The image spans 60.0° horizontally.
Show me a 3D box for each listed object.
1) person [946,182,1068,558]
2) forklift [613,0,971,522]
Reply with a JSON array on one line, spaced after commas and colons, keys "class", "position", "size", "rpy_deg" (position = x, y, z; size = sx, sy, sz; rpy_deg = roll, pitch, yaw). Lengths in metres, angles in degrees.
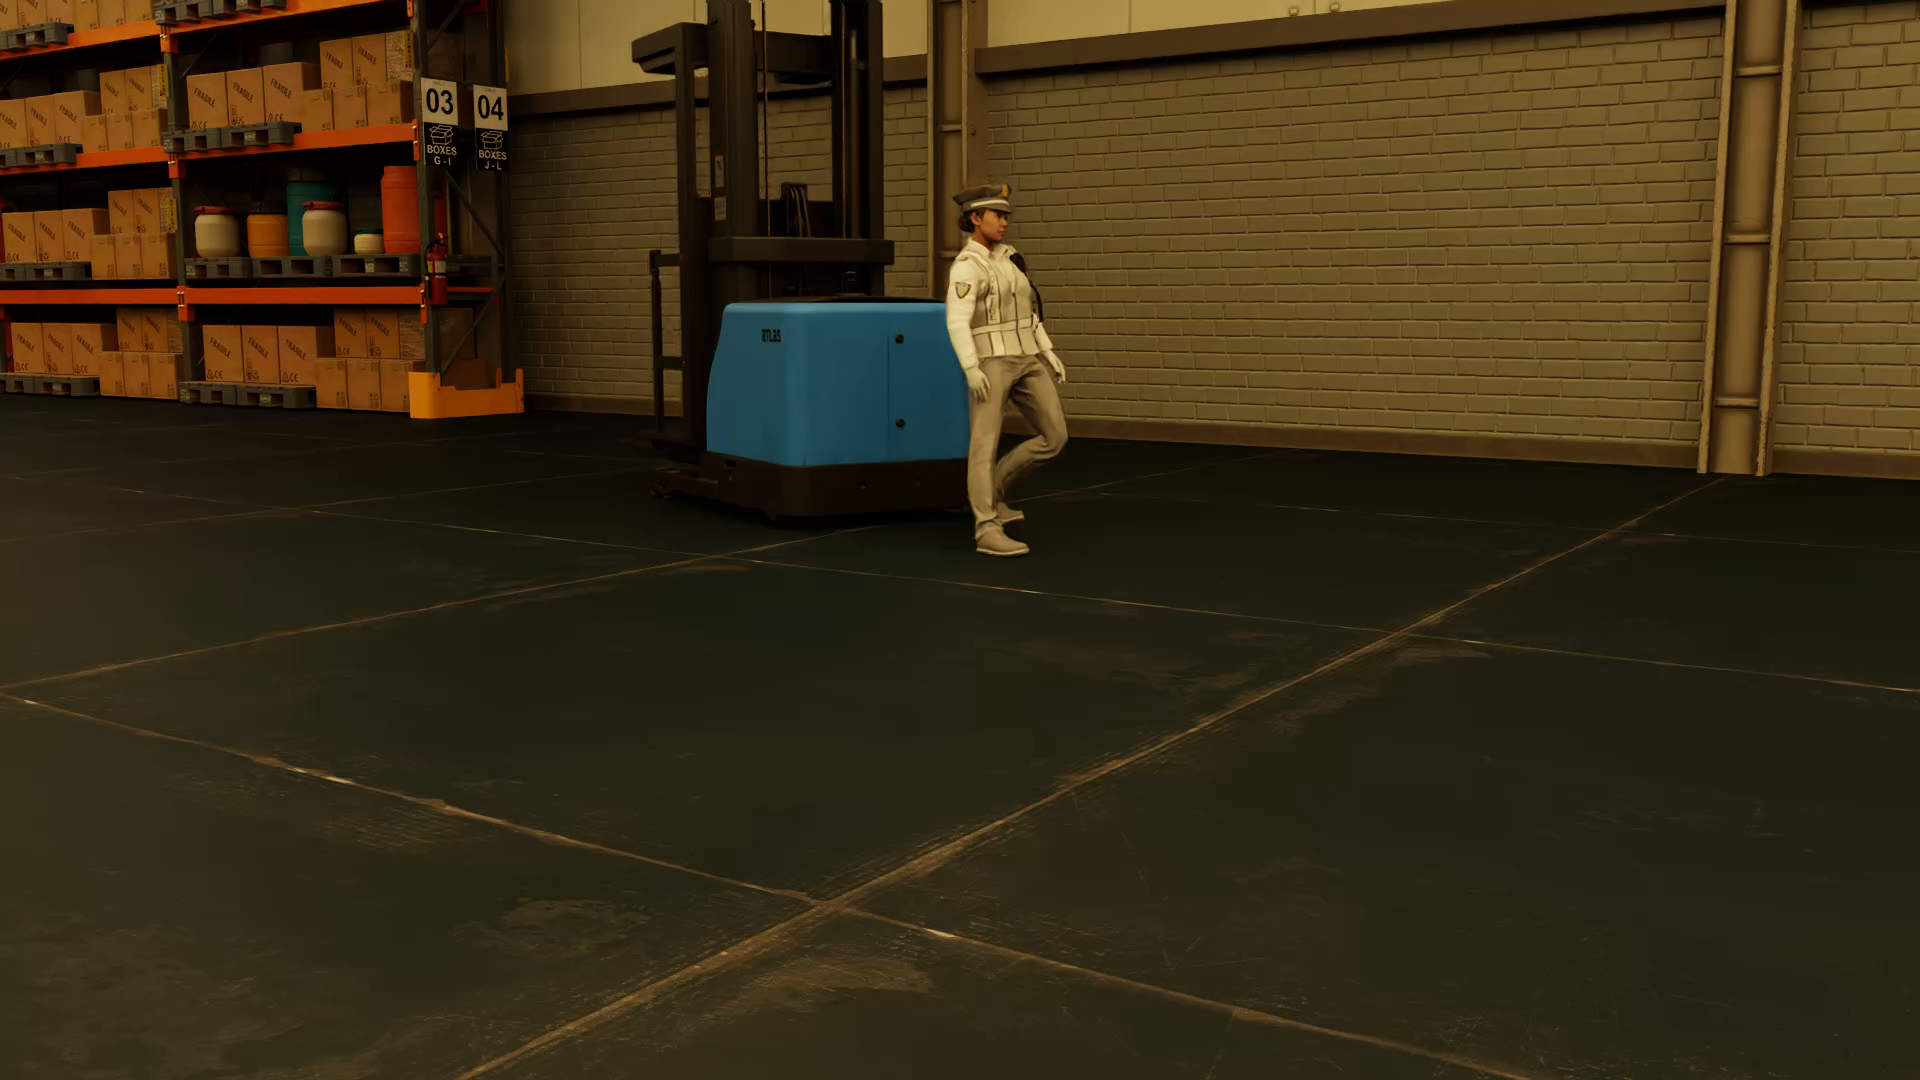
[{"class": "person", "position": [0.242, -0.769, 7.351], "size": [0.642, 1.603, 0.660], "rpy_deg": [8, 11, 44]}, {"class": "forklift", "position": [-1.117, -1.702, 9.163], "size": [1.130, 2.935, 3.031], "rpy_deg": [-5, 9, -31]}]
